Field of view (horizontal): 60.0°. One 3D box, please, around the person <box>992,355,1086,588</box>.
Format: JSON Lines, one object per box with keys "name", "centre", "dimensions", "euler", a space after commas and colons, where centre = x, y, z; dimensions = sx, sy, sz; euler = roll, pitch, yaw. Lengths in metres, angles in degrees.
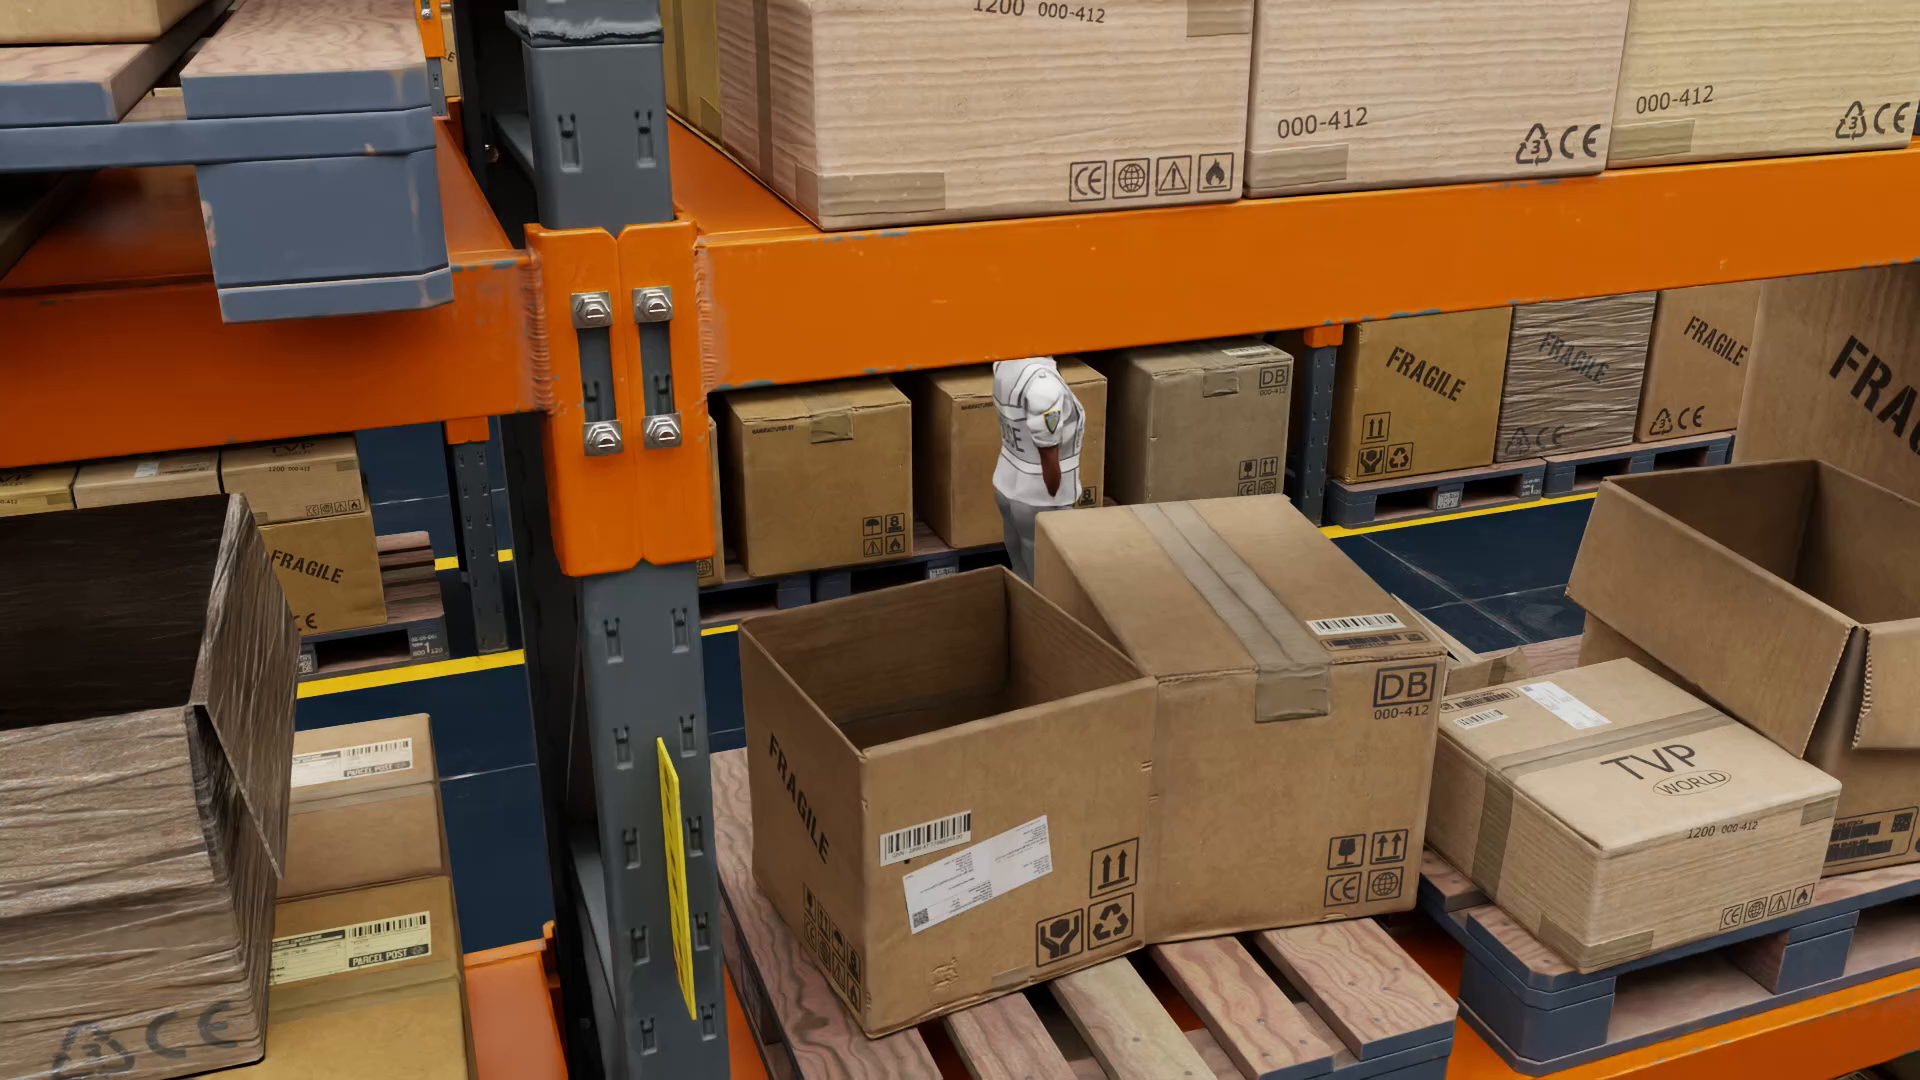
{"name": "person", "centre": [0.300, -0.153, 6.473], "dimensions": [0.341, 1.659, 0.439], "euler": [-8, 24, -18]}
